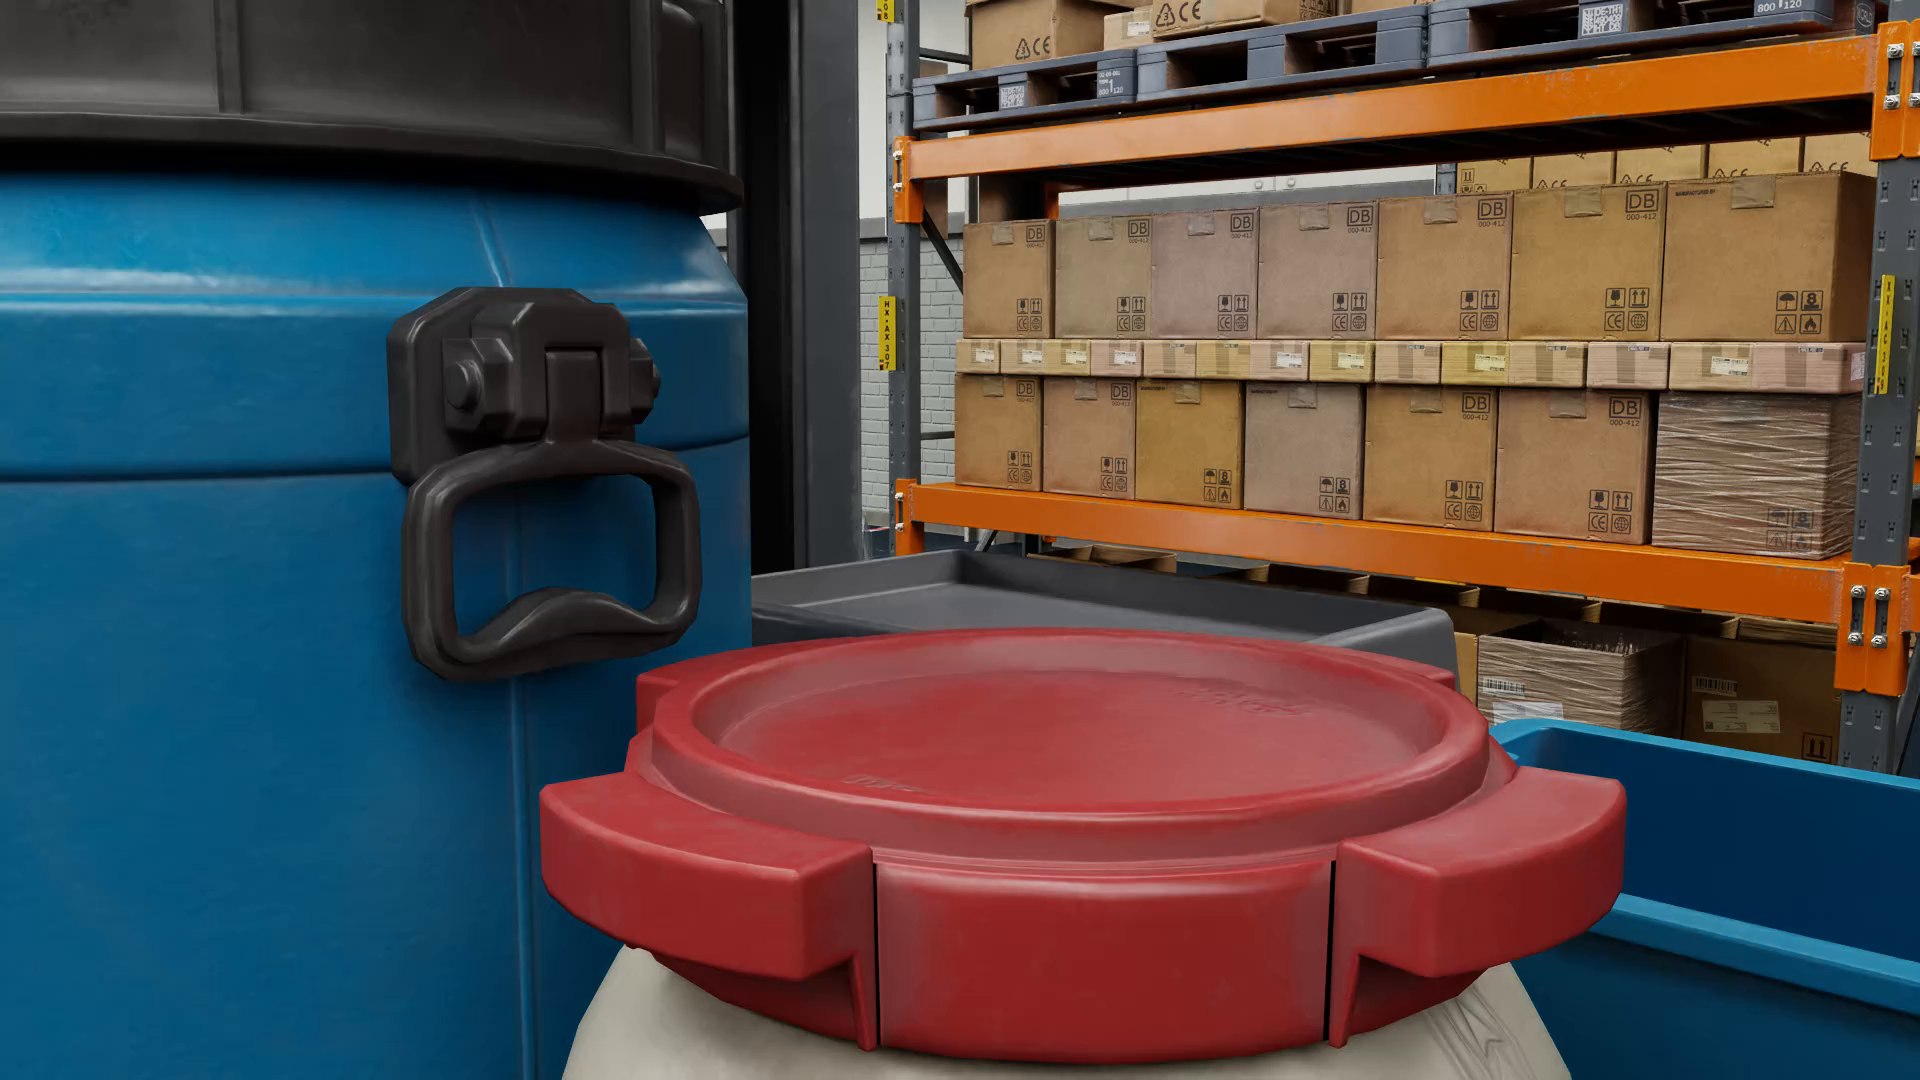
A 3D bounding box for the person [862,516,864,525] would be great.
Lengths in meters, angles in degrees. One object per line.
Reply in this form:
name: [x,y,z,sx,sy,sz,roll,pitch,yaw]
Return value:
person: [-0.971,0.233,9.842,0.423,1.062,0.942,6,10,41]
